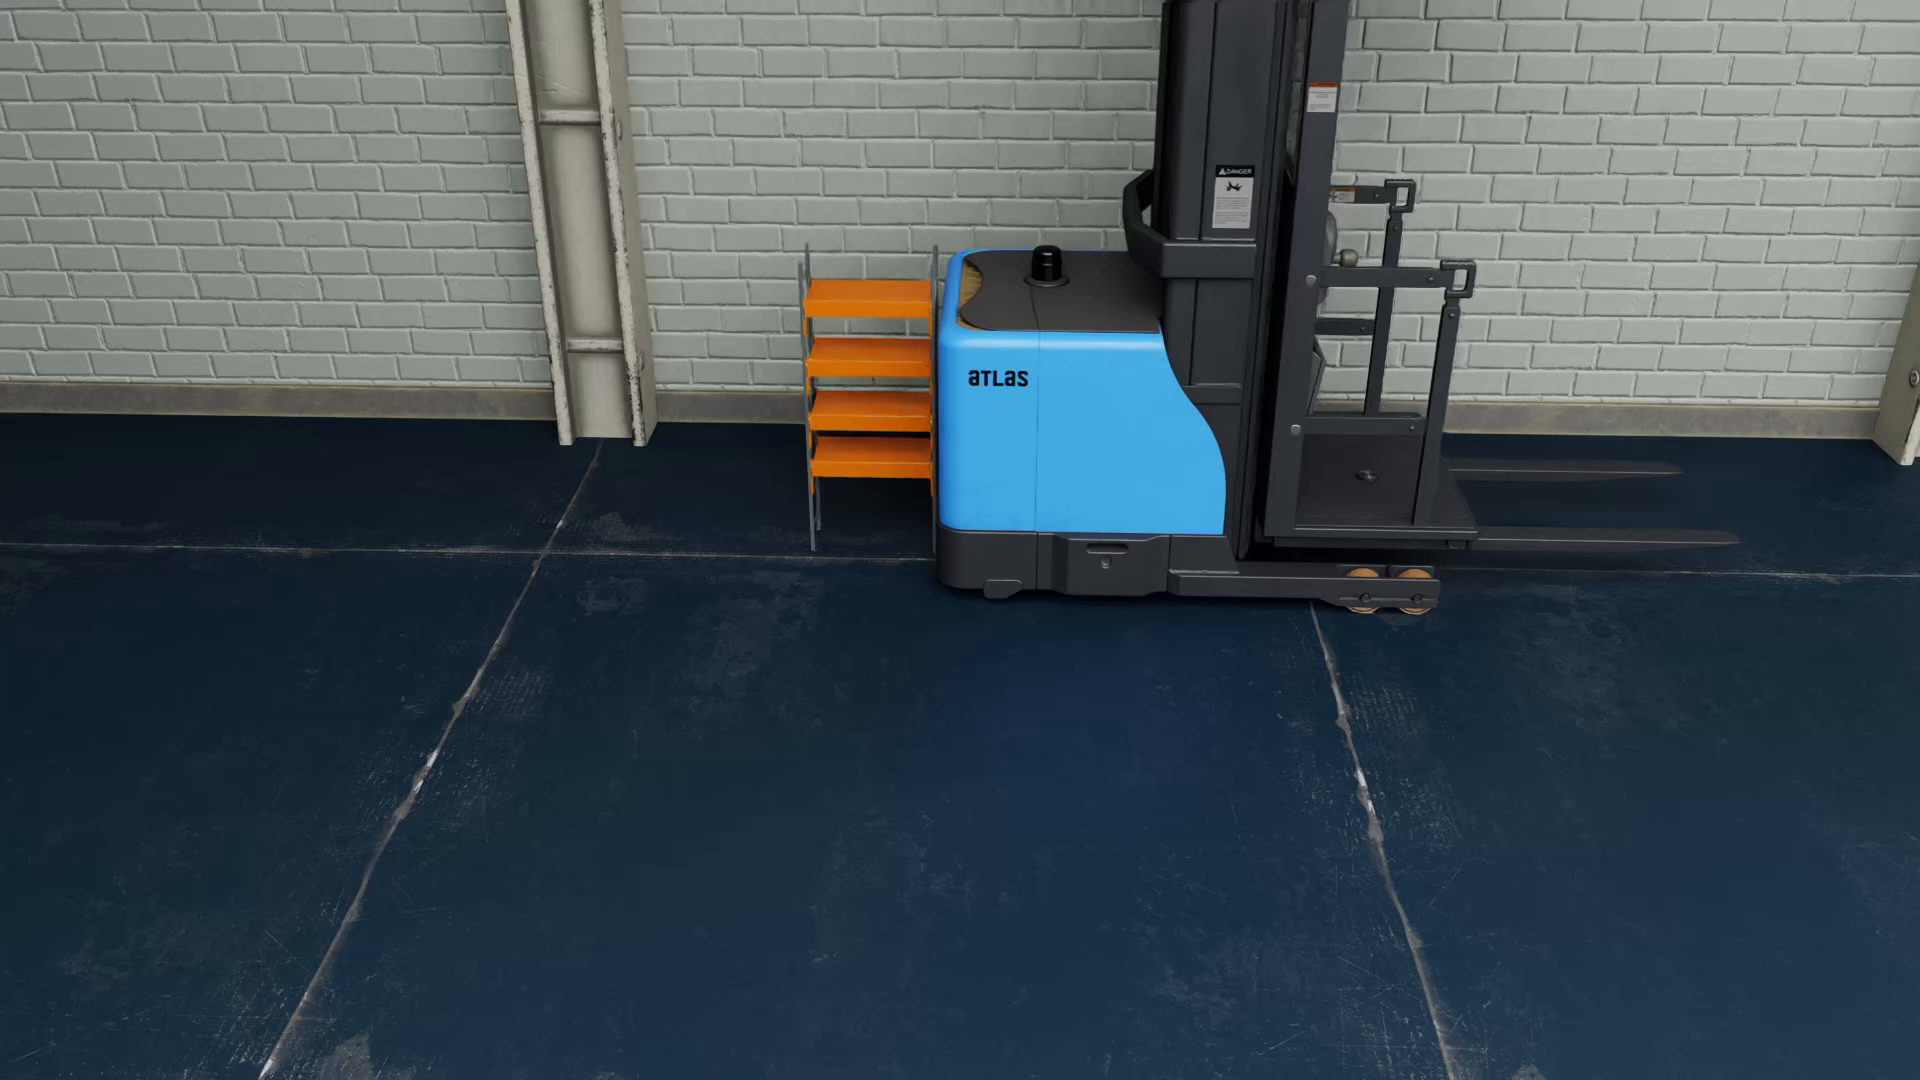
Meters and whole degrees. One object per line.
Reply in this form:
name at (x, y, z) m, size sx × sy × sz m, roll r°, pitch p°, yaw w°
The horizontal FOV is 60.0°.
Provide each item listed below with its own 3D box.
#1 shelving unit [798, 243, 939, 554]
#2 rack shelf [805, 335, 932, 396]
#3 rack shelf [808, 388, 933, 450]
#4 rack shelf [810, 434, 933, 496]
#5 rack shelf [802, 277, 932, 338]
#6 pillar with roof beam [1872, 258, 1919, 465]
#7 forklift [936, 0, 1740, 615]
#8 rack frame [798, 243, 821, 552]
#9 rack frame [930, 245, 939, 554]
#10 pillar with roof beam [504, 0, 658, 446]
shelving unit at (-0.341, -0.536, 6.480) m, size 0.503 × 1.200 × 0.258 m, roll 1°, pitch 28°, yaw 2°
rack shelf at (-0.341, -0.674, 6.406) m, size 0.480 × 0.148 × 0.258 m, roll 1°, pitch 28°, yaw 2°
rack shelf at (-0.341, -0.476, 6.511) m, size 0.480 × 0.148 × 0.258 m, roll 1°, pitch 28°, yaw 2°
rack shelf at (-0.341, -0.301, 6.604) m, size 0.480 × 0.148 × 0.258 m, roll 1°, pitch 28°, yaw 2°
rack shelf at (-0.341, -0.883, 6.296) m, size 0.480 × 0.148 × 0.258 m, roll 1°, pitch 28°, yaw 2°
pillar with roof beam at (4.223, -2.364, 1.601) m, size 0.400 × 9.000 × 9.100 m, roll 1°, pitch 28°, yaw 2°
forklift at (1.438, -1.271, 6.018) m, size 3.031 × 2.935 × 1.130 m, roll 1°, pitch 28°, yaw 2°
rack frame at (-0.584, -0.540, 6.487) m, size 0.015 × 1.200 × 0.240 m, roll 1°, pitch 28°, yaw 2°
rack frame at (-0.097, -0.532, 6.472) m, size 0.015 × 1.200 × 0.240 m, roll 1°, pitch 28°, yaw 2°
pillar with roof beam at (-1.773, -2.463, 1.789) m, size 0.400 × 9.000 × 9.100 m, roll 1°, pitch 28°, yaw 2°
